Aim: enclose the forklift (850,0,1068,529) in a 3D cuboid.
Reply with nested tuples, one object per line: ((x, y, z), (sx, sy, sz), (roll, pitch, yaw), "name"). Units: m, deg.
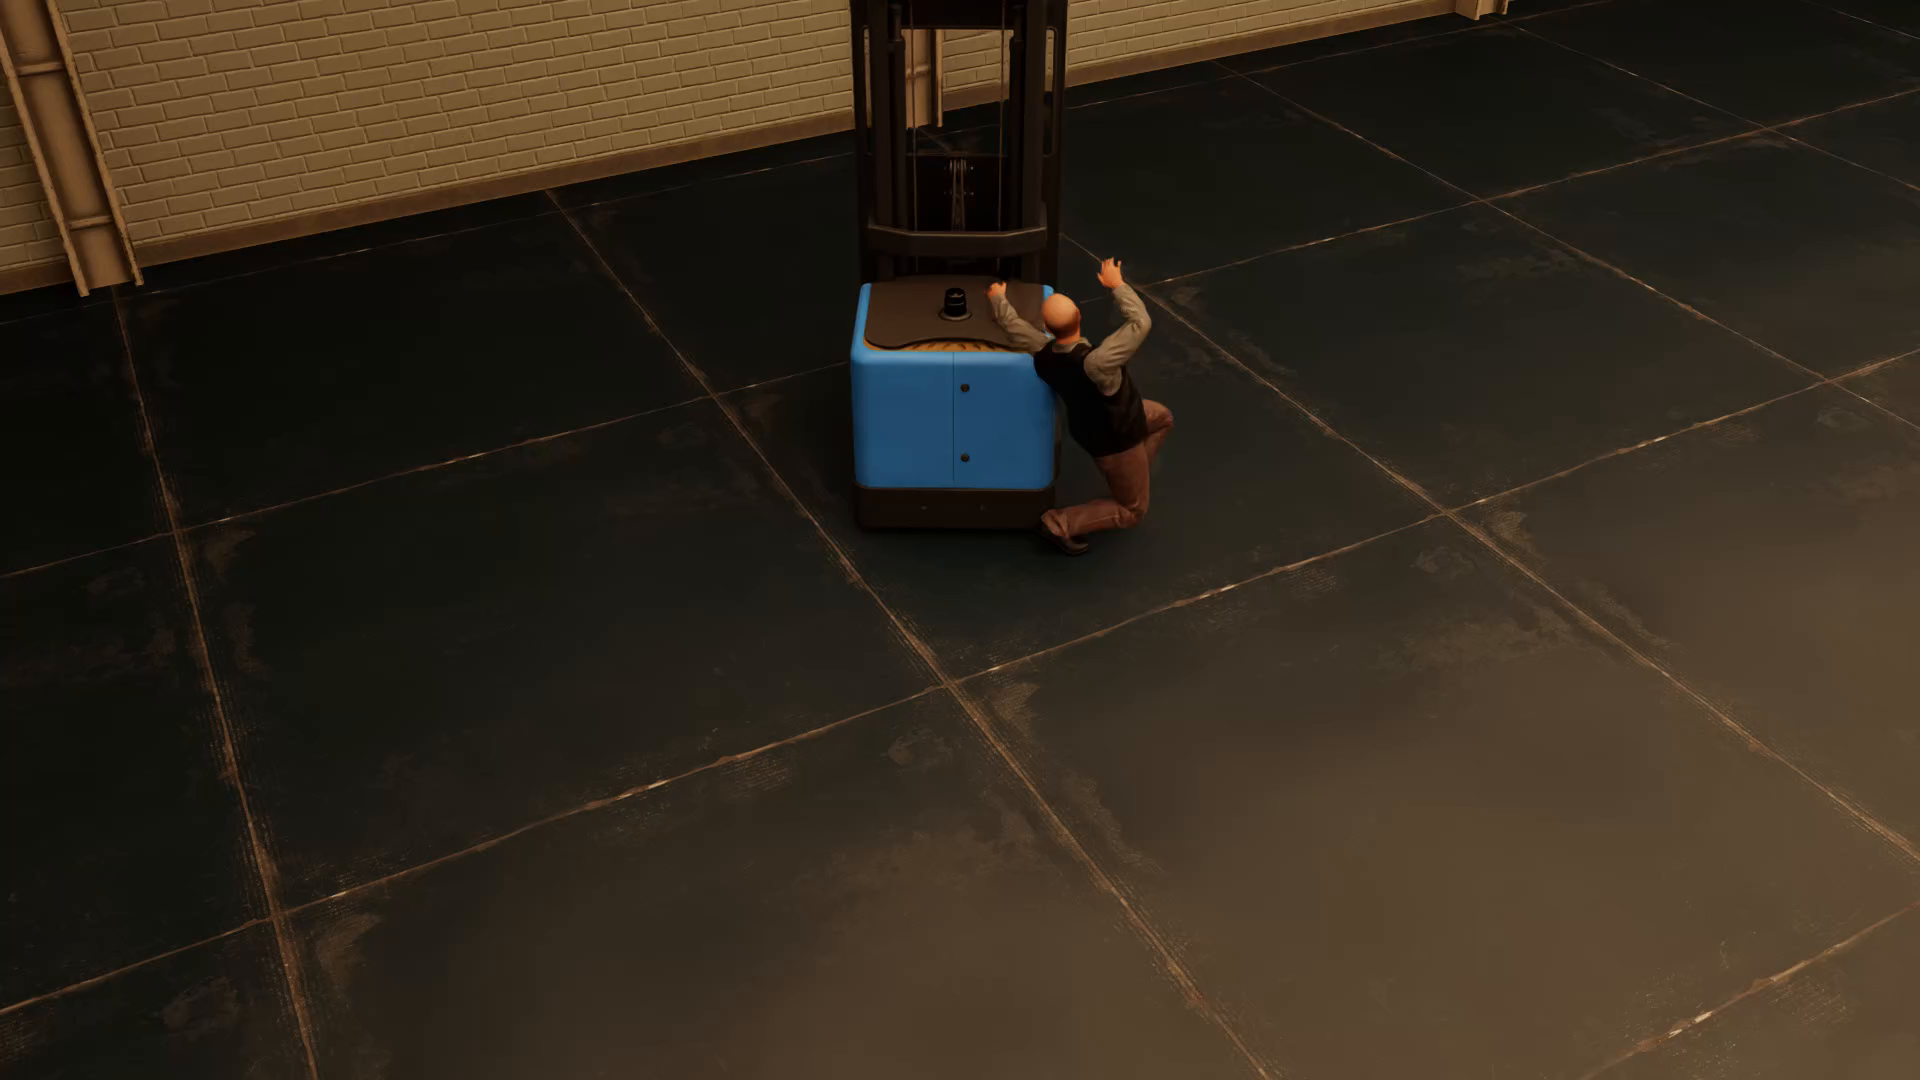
((0.001, -2.073, 9.056), (1.130, 2.935, 3.031), (1, 35, 1), "forklift")

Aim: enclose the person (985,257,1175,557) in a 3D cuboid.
((0.662, -0.779, 8.478), (0.873, 1.545, 1.065), (-14, 38, -19), "person")
